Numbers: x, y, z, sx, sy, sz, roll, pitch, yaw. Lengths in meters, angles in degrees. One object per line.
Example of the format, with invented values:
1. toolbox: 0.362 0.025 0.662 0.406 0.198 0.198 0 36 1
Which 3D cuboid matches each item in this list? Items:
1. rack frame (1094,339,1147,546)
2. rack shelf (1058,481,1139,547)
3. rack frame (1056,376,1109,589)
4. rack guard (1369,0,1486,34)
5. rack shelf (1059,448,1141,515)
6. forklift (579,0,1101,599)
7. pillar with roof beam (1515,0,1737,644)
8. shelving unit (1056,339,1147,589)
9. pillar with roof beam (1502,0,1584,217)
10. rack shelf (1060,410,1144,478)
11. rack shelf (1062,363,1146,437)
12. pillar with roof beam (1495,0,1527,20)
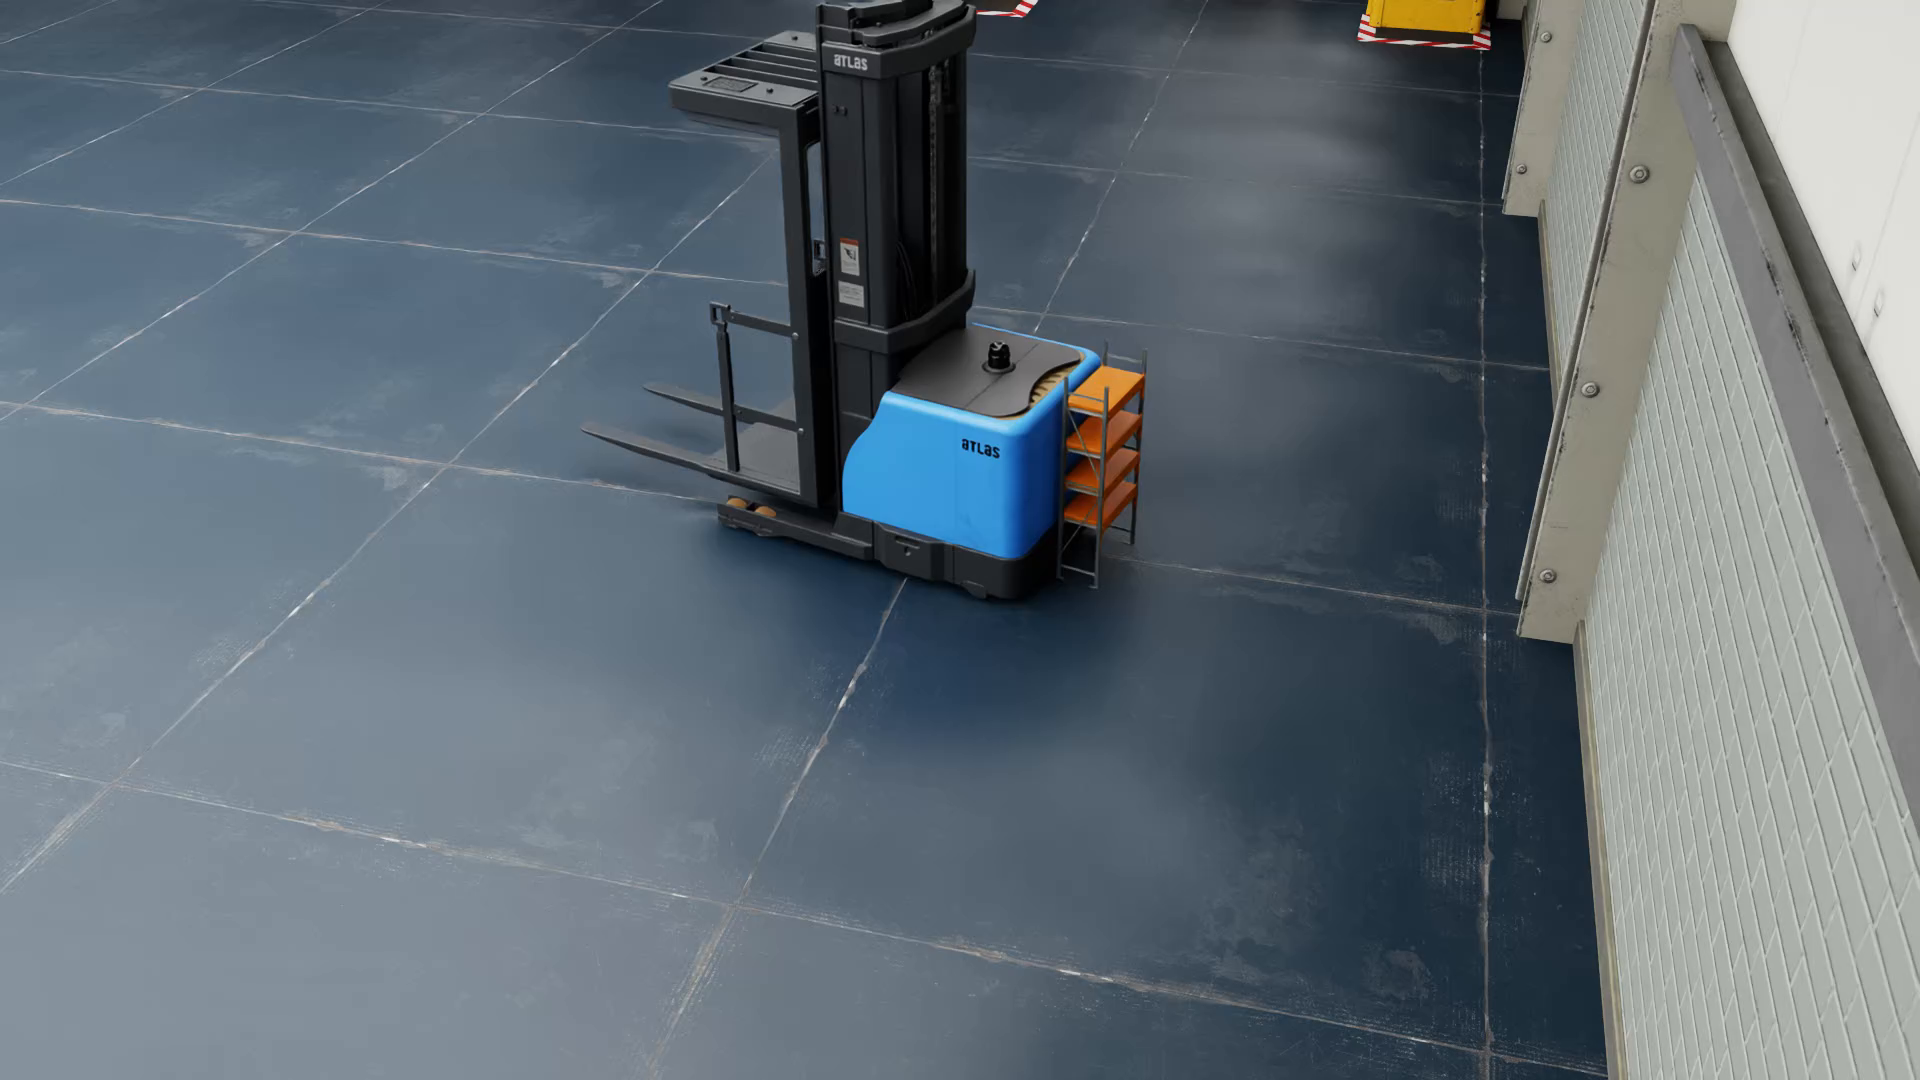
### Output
1. rack frame: 0.857 -0.508 8.930 0.240 1.200 0.015 16 36 23
2. rack shelf: 0.742 -0.168 8.891 0.258 0.148 0.480 16 36 23
3. rack frame: 0.627 -0.277 8.567 0.240 1.200 0.015 16 36 23
4. rack guard: 5.031 -5.780 17.875 1.175 0.500 0.348 8 33 12
5. rack shelf: 0.742 -0.335 8.784 0.258 0.148 0.480 16 36 23
6. forklift: -0.779 -1.485 8.854 3.031 2.935 1.130 16 36 24
7. pillar with roof beam: -1.123 -3.976 7.117 9.100 9.000 0.400 8 33 12
8. shelving unit: 0.742 -0.392 8.748 0.258 1.200 0.503 16 36 23
9. pillar with roof beam: 0.399 -7.090 12.015 9.100 9.000 0.400 8 33 12
10. rack shelf: 0.742 -0.524 8.664 0.258 0.148 0.480 16 36 23
11. rack shelf: 0.742 -0.724 8.538 0.258 0.148 0.480 16 36 23
12. pillar with roof beam: 1.922 -10.203 16.912 9.100 9.000 0.400 8 33 12
